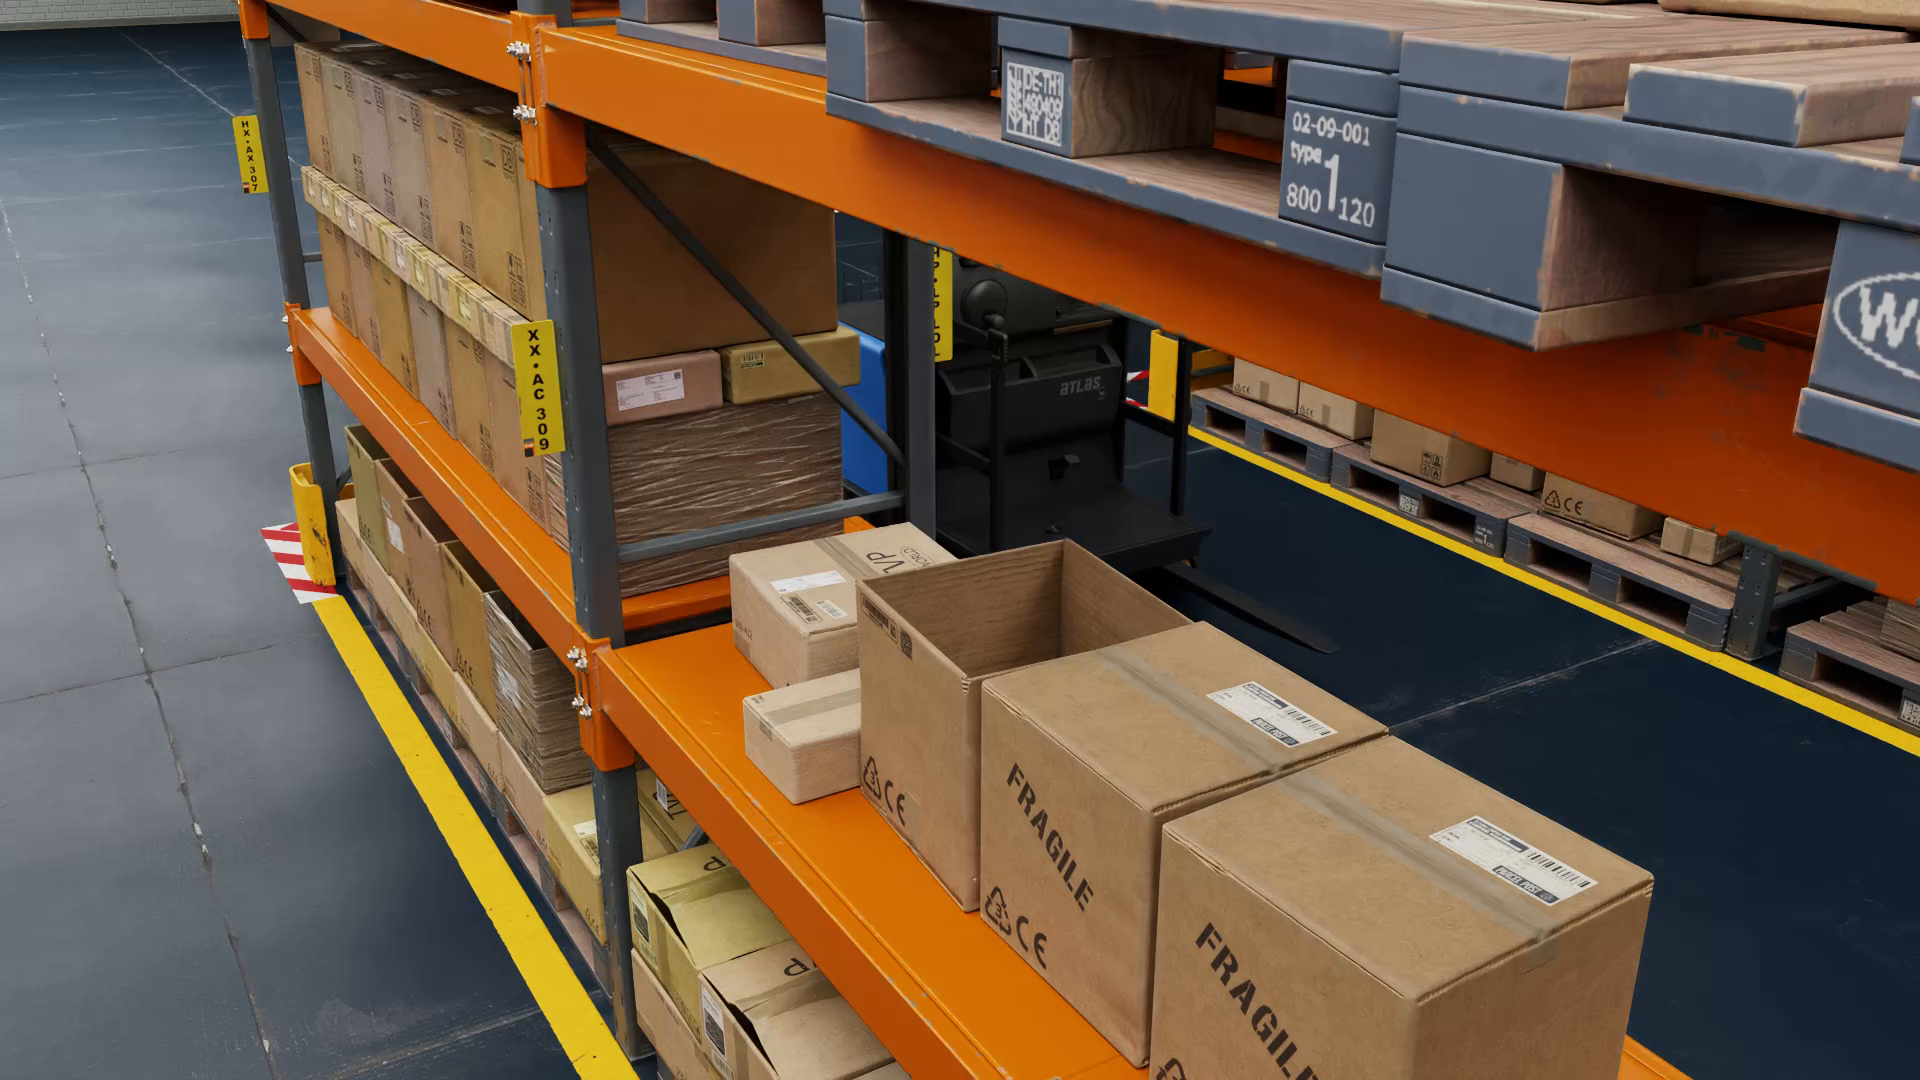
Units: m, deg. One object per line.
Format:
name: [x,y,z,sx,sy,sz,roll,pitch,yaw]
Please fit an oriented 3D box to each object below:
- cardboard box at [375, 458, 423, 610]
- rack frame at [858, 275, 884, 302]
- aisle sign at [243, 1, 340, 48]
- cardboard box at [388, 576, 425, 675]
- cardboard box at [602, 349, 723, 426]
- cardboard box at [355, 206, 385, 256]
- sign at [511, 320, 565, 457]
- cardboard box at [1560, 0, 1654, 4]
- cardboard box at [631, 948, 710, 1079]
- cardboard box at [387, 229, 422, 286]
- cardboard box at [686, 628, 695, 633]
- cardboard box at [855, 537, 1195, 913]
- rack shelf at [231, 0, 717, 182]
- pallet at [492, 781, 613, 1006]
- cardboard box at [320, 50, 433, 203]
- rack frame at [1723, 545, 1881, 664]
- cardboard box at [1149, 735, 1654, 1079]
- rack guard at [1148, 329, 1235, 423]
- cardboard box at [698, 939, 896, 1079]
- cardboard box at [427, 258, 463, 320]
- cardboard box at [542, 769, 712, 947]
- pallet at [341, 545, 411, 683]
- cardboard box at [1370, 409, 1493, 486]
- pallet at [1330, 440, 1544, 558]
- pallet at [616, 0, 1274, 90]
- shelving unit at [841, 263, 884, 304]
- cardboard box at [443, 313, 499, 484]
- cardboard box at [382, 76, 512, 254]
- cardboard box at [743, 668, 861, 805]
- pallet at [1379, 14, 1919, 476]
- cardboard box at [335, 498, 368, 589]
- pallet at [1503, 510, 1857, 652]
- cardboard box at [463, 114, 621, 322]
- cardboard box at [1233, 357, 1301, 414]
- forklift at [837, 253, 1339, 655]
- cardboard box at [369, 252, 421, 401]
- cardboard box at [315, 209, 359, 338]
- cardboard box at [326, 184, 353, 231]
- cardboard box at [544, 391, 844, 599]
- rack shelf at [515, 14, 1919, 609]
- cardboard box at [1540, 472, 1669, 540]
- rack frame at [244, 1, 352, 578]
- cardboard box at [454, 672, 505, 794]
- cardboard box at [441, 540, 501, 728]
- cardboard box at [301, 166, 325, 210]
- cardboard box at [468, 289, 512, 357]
cardboard box: [-1.963,-0.054,6.559,0.500,0.500,0.500,-13,25,-28]
rack frame: [-0.412,-0.805,8.698,0.240,1.200,0.006,-13,26,-29]
aisle sign: [-2.867,-2.490,7.001,0.394,0.787,0.004,-13,25,-28]
cardboard box: [-1.973,0.296,6.694,0.500,0.250,0.500,-13,25,-28]
cardboard box: [-0.850,-0.422,4.372,0.380,0.149,0.250,-13,25,-28]
cardboard box: [-2.026,-1.168,6.206,0.380,0.149,0.250,-14,26,-30]
sign: [-1.003,-0.359,3.956,0.100,0.325,0.005,-13,25,-28]
cardboard box: [0.671,-0.738,1.801,0.500,0.250,0.500,-13,26,-29]
cardboard box: [-0.533,1.229,4.398,0.500,0.250,0.500,-13,26,-29]
cardboard box: [-1.770,-1.004,5.803,0.380,0.149,0.250,-12,25,-28]
cardboard box: [-0.756,0.333,5.607,0.500,0.500,0.500,-13,25,-28]
cardboard box: [0.121,0.348,3.340,0.500,0.500,0.500,-11,24,-24]
rack shelf: [-1.548,-1.732,5.561,1.077,0.370,4.000,-13,25,-28]
pallet: [-0.897,0.998,5.576,1.003,0.211,1.213,-13,25,-28]
cardboard box: [-2.042,-1.631,6.484,0.700,0.500,0.500,-13,26,-30]
rack frame: [3.730,-0.982,6.745,1.000,3.000,0.127,-13,25,-28]
cardboard box: [0.646,0.680,2.522,0.500,0.500,0.500,-14,26,-31]
rack guard: [1.726,-1.095,10.340,1.175,0.500,0.348,-13,25,-28]
cardboard box: [-0.278,1.136,3.882,0.500,0.311,0.500,-13,25,-29]
cardboard box: [-1.497,-0.833,5.384,0.380,0.149,0.250,-12,25,-27]
cardboard box: [-0.951,0.943,5.102,0.500,0.250,0.500,-13,25,-28]
pallet: [-2.143,0.208,7.519,1.003,0.211,1.213,-13,25,-28]
cardboard box: [2.586,-0.650,8.662,0.700,0.500,0.500,-14,26,-32]
pallet: [2.730,-0.296,8.760,1.003,0.211,1.213,-13,25,-28]
pallet: [-0.065,-1.046,3.172,0.805,0.209,1.217,-14,26,-30]
shelving unit: [-0.460,-0.834,8.770,0.258,1.200,0.189,-13,26,-29]
cardboard box: [-1.286,-0.550,5.547,0.700,0.500,0.500,-12,25,-27]
cardboard box: [-1.528,-1.305,5.684,0.700,0.500,0.500,-13,25,-28]
cardboard box: [-0.250,0.414,3.642,0.380,0.149,0.250,-13,25,-28]
pallet: [1.093,-0.238,1.181,1.213,0.211,1.003,-11,25,-26]
cardboard box: [-2.487,-0.027,7.489,0.500,0.250,0.500,-13,25,-28]
pallet: [3.357,0.099,7.788,1.003,0.211,1.213,-13,25,-28]
cardboard box: [-1.018,-0.981,4.887,0.700,0.500,0.500,-13,25,-28]
cardboard box: [1.963,-0.994,9.760,0.500,0.311,0.500,-16,27,-34]
forklift: [0.436,-1.130,7.198,1.130,2.935,3.031,-13,26,-29]
cardboard box: [-1.821,-0.885,6.372,0.700,0.500,0.500,-12,25,-28]
cardboard box: [-2.342,-1.216,7.186,0.700,0.500,0.500,-13,25,-28]
cardboard box: [-2.291,-1.336,6.619,0.380,0.149,0.250,-12,25,-28]
cardboard box: [-0.759,-0.217,4.729,0.700,0.500,0.500,-13,26,-30]
rack shelf: [0.495,-0.437,2.375,1.077,0.370,4.000,-13,25,-28]
cardboard box: [3.166,-0.356,7.940,0.500,0.500,0.500,-15,26,-32]
rack frame: [-2.570,-1.323,7.583,1.000,3.000,0.127,-13,25,-28]
cardboard box: [-1.466,0.620,5.896,0.500,0.250,0.500,-13,25,-28]
cardboard box: [-1.455,0.270,5.761,0.500,0.500,0.500,-13,25,-28]
cardboard box: [-2.554,-1.501,7.028,0.380,0.149,0.250,-13,25,-29]
cardboard box: [-1.245,-0.671,4.986,0.380,0.149,0.250,-13,25,-28]
